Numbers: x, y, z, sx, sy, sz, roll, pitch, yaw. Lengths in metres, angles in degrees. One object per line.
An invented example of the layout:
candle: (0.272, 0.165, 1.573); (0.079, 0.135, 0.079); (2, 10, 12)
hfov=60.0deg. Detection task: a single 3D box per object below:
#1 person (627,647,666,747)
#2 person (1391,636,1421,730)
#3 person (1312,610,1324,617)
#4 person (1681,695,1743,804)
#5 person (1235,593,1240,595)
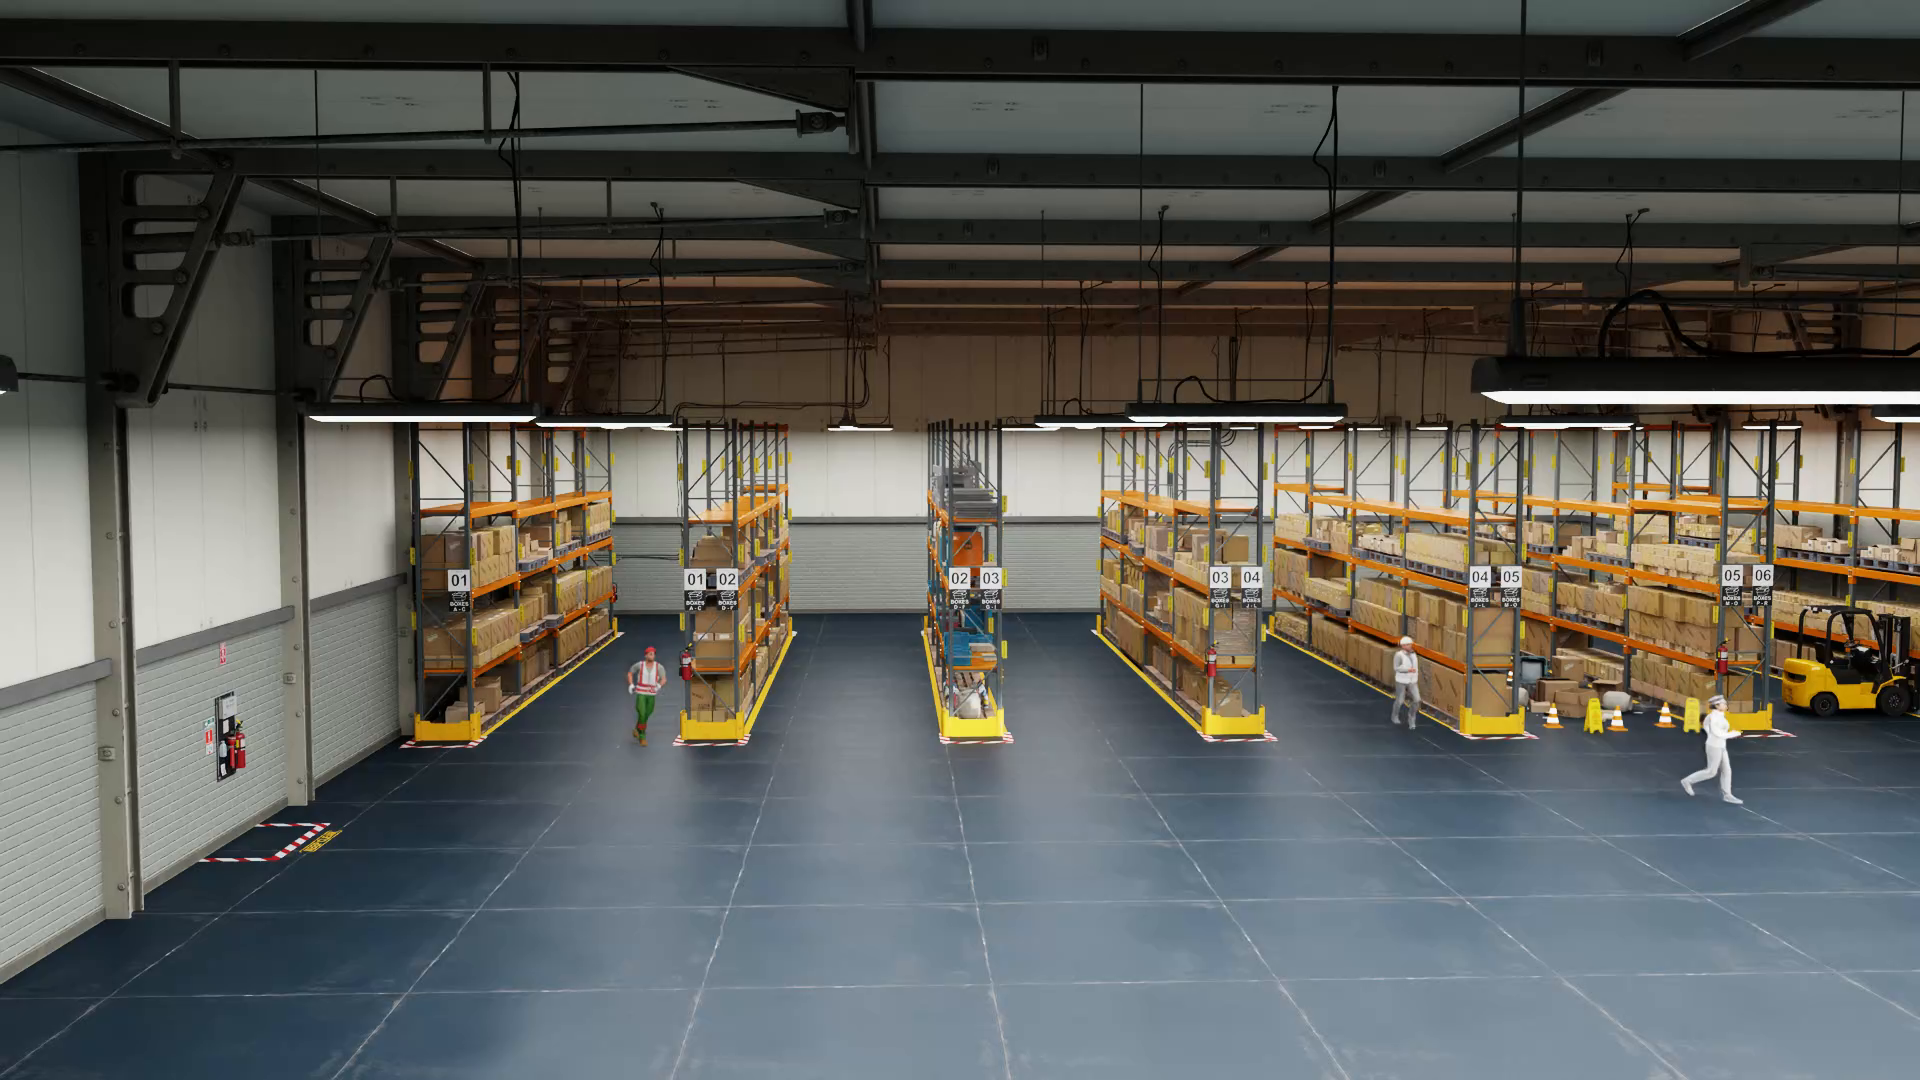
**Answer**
person: (-5.800, 2.867, 30.829); (0.699, 1.778, 0.842); (-2, 4, -26)
person: (8.666, 2.777, 32.277); (0.618, 1.823, 0.827); (-1, 4, -15)
person: (10.419, 1.853, 48.838); (0.569, 1.488, 0.796); (-3, 5, -37)
person: (11.667, 3.214, 25.756); (0.886, 1.675, 0.612); (2, 4, 31)
person: (7.707, 1.865, 47.514); (0.603, 1.652, 0.622); (2, 4, 23)
